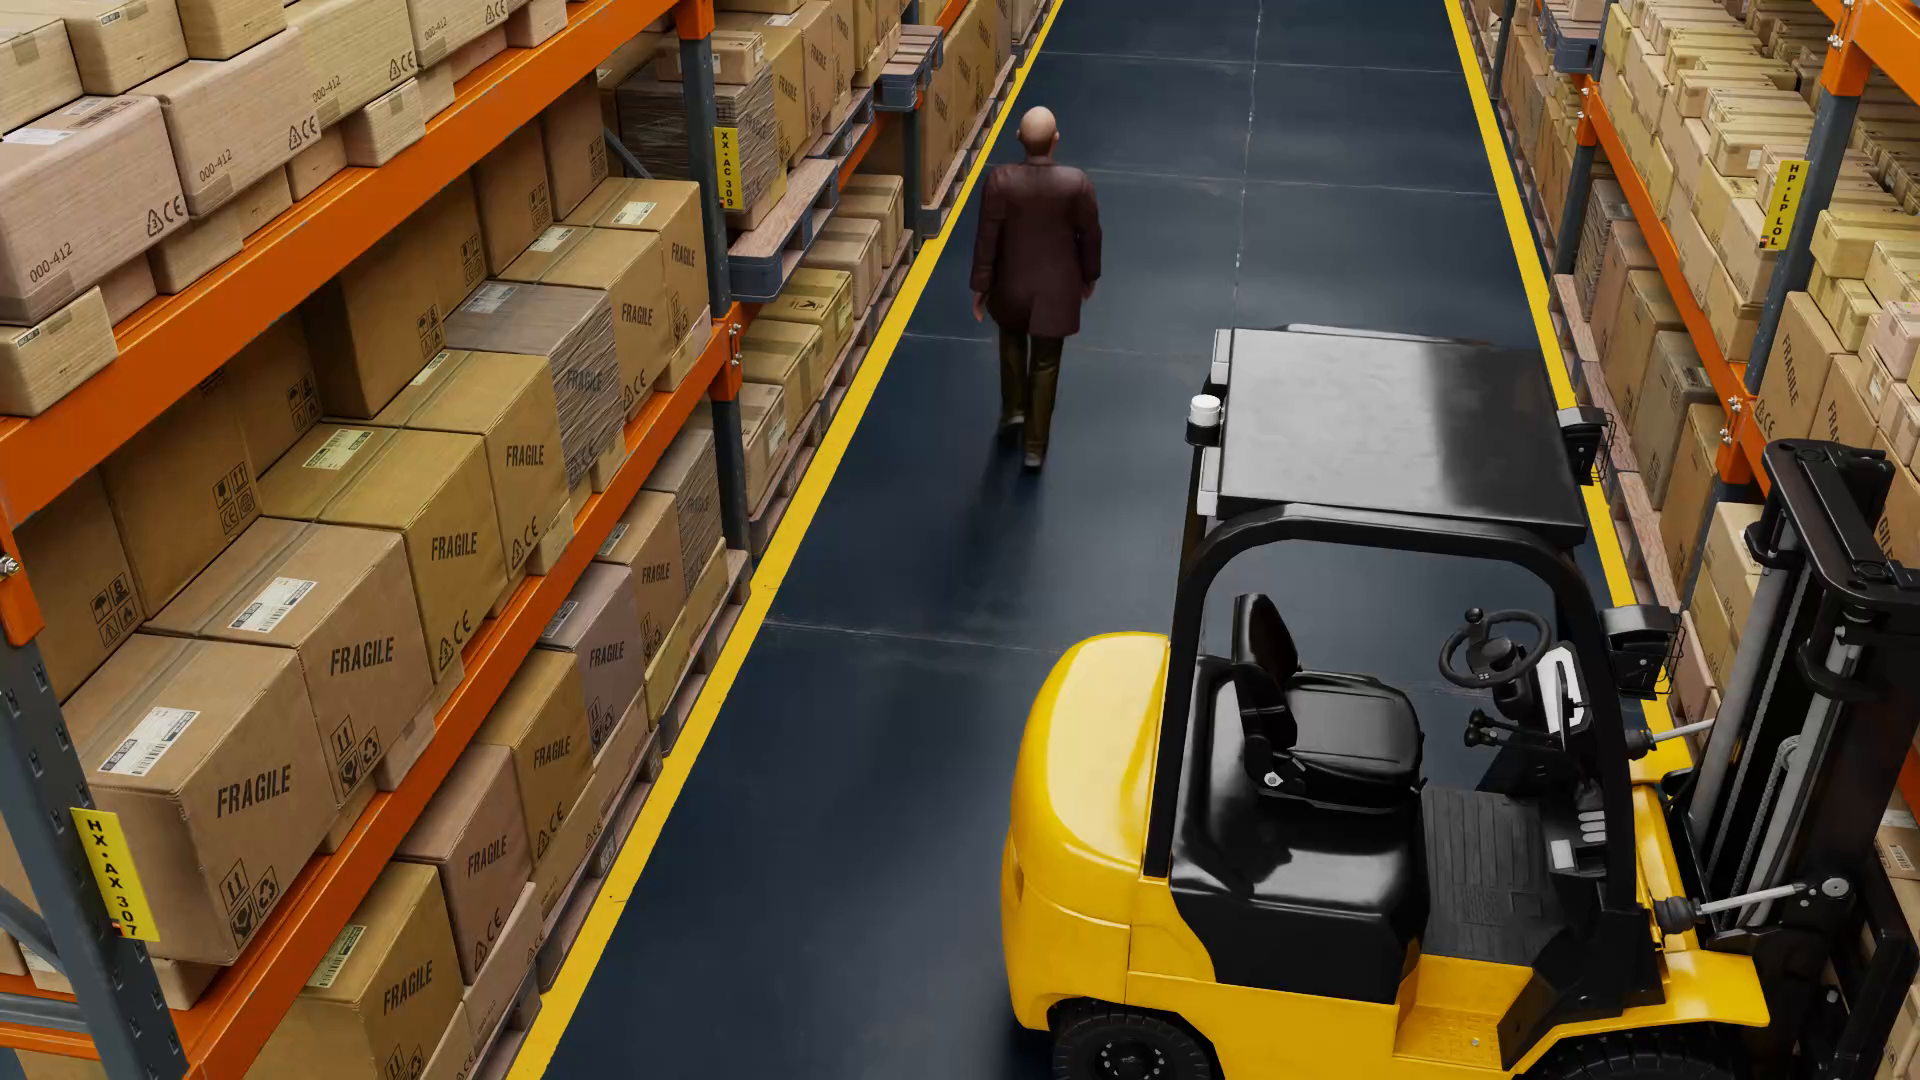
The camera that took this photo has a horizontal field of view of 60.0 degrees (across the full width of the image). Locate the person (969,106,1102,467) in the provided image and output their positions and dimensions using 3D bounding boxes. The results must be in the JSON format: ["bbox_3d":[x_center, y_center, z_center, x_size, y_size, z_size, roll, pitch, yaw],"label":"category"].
[{"bbox_3d":[0.370,-1.219,8.130,0.626,1.850,0.624,4,32,7],"label":"person"}]
